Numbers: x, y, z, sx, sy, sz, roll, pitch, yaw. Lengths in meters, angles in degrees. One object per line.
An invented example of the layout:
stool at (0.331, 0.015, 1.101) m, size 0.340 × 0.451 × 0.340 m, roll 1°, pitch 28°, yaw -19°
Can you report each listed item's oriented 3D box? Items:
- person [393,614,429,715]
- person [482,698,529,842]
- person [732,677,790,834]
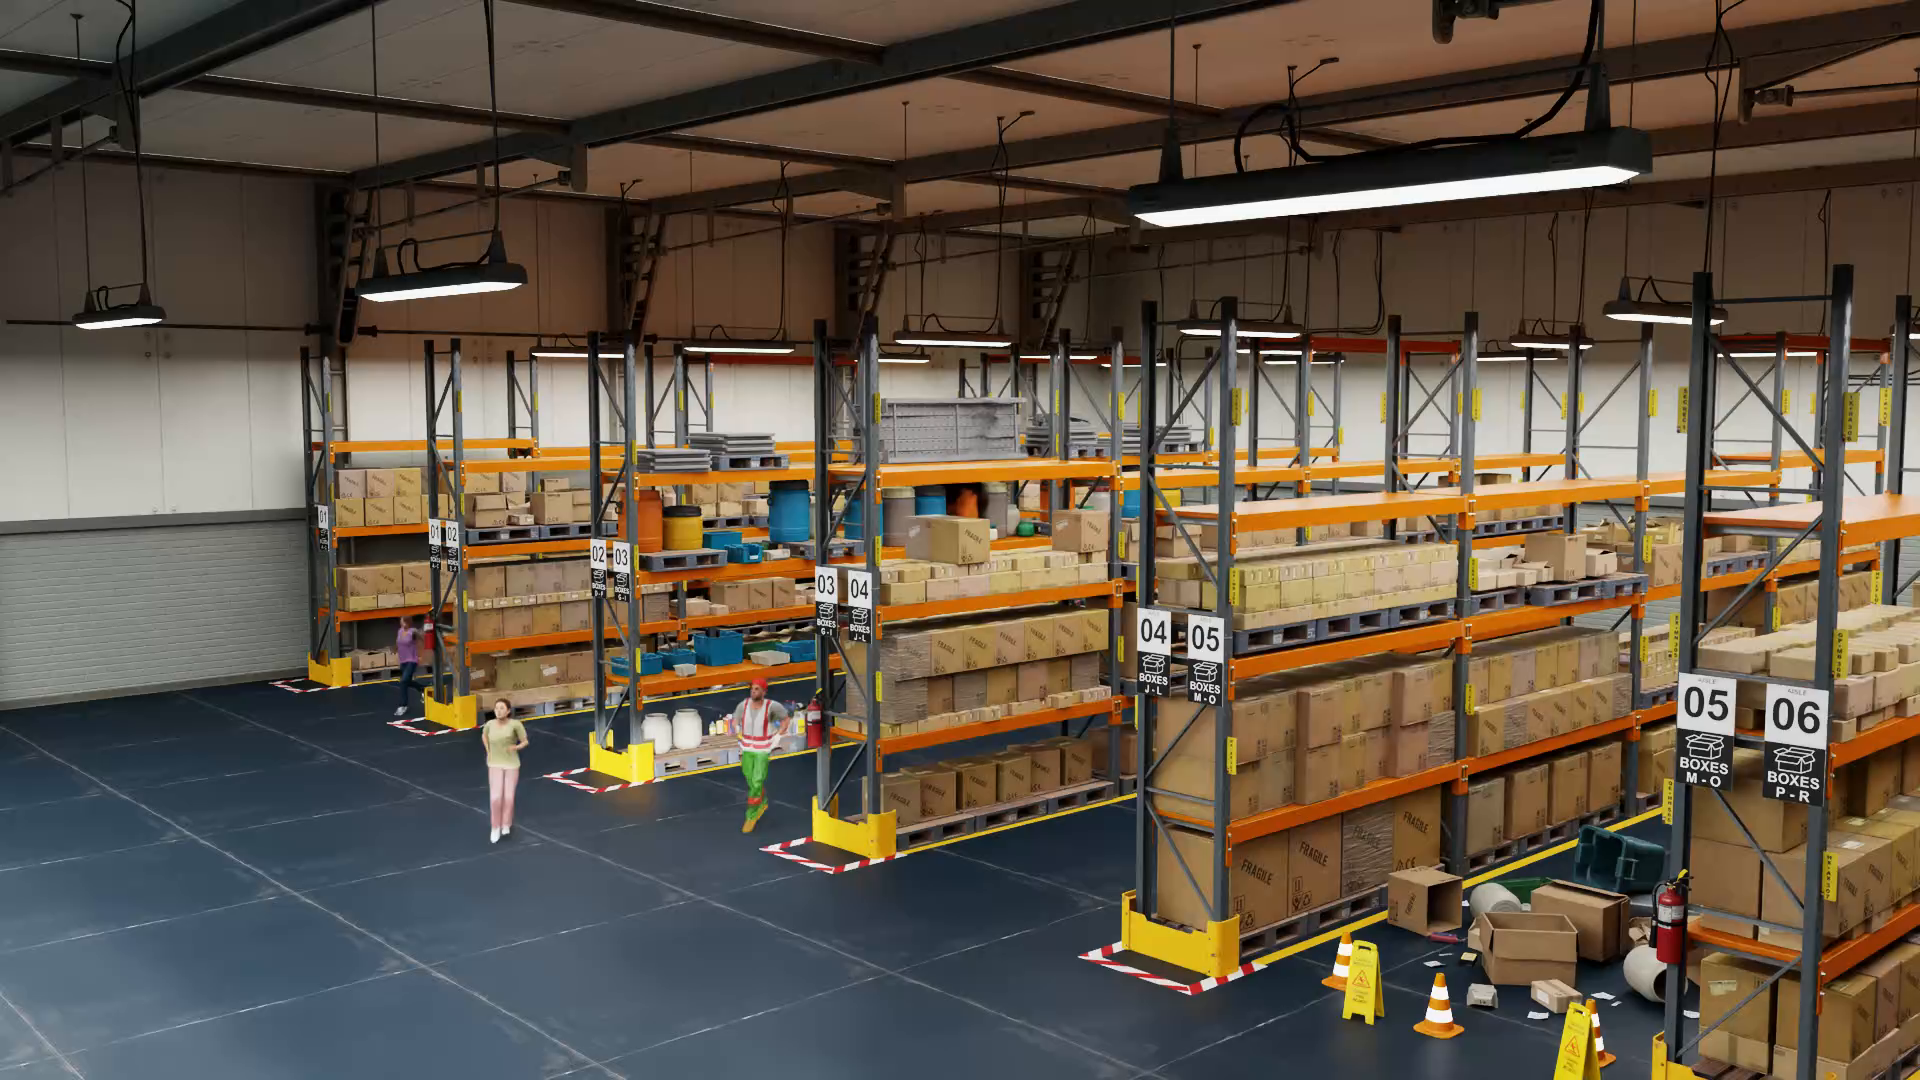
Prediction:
person at (-8.948, 2.000, 27.096) m, size 0.576 × 1.604 × 0.823 m, roll 3°, pitch 6°, yaw 28°
person at (-5.260, 2.655, 19.224) m, size 0.552 × 1.677 × 0.655 m, roll -1°, pitch 5°, yaw -8°
person at (-2.397, 2.539, 19.831) m, size 0.667 × 1.854 × 0.743 m, roll 2°, pitch 5°, yaw 20°
